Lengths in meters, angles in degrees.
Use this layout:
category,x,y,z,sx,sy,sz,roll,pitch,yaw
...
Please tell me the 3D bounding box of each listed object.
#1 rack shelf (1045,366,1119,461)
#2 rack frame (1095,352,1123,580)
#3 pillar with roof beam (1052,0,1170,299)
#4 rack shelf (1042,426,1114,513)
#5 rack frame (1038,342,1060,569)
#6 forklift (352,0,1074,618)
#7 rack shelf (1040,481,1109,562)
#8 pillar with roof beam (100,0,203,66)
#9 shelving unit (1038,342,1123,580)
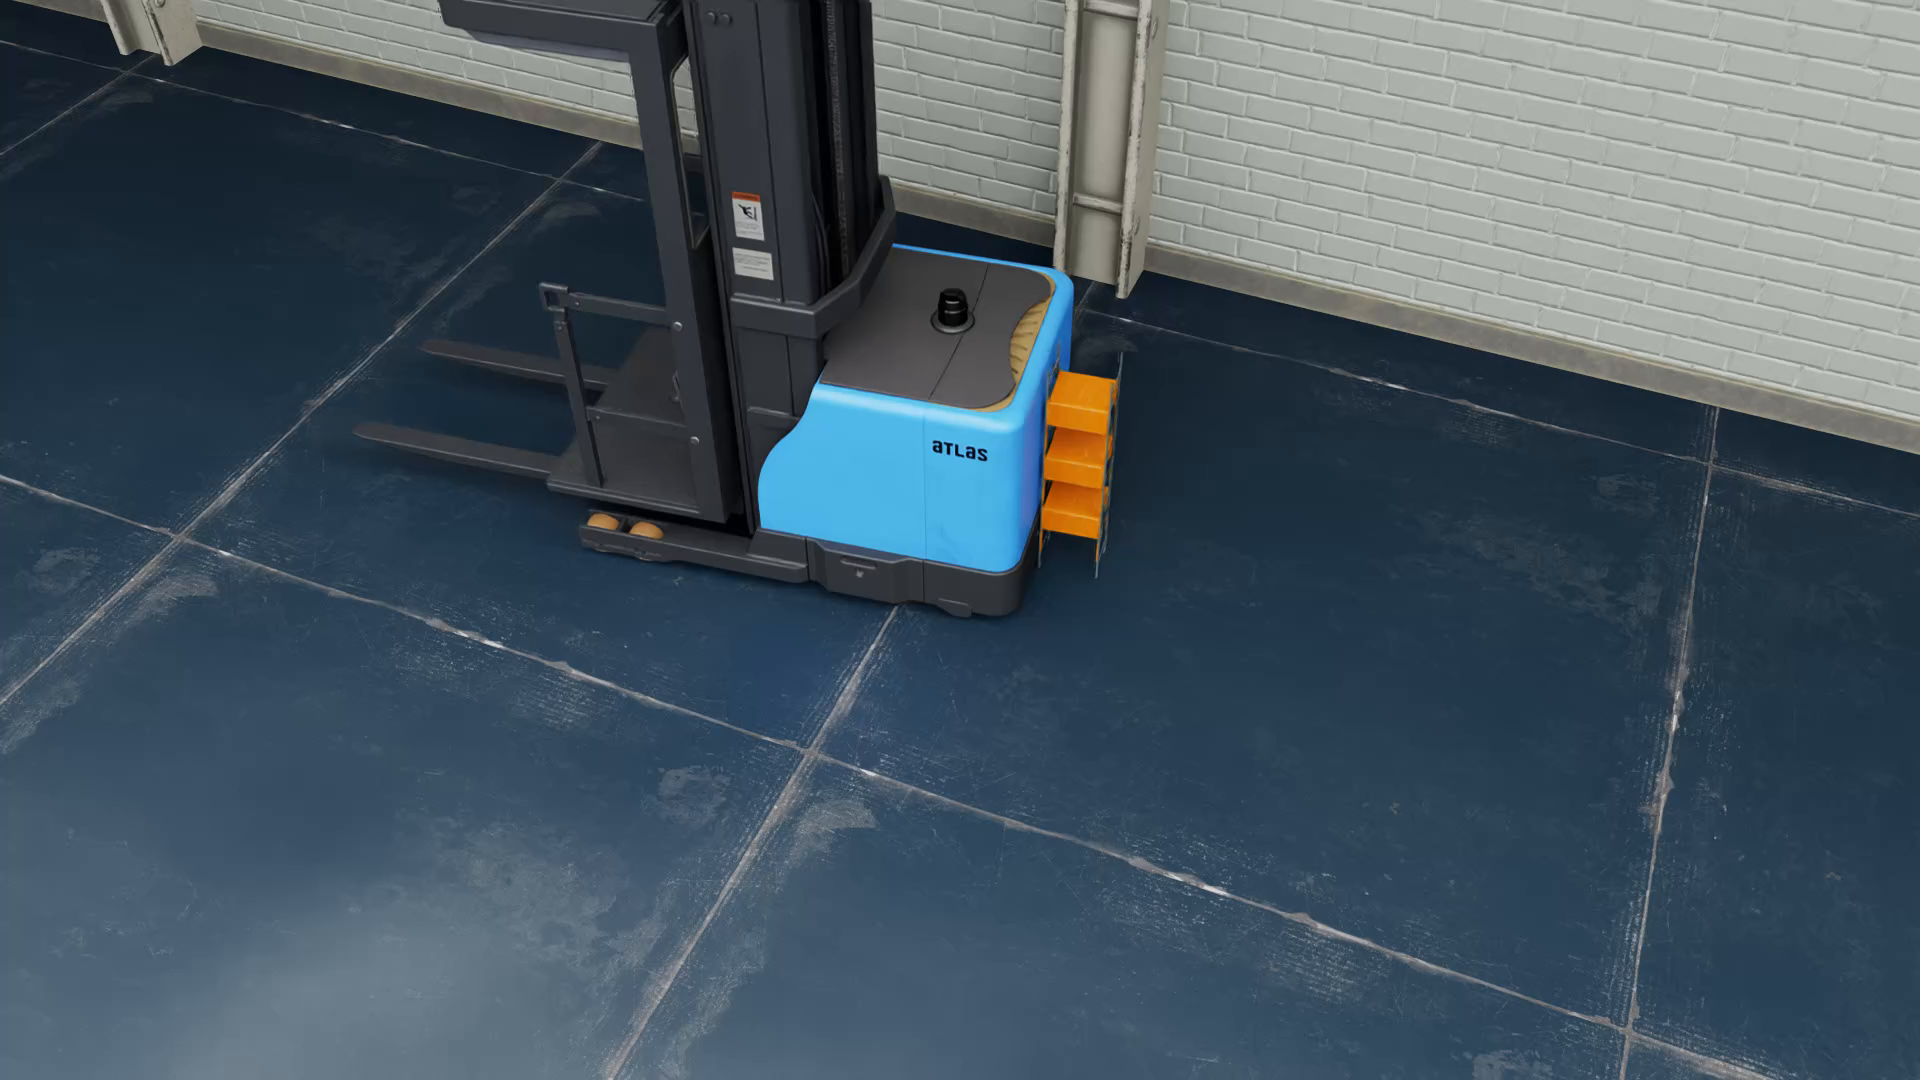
category,x,y,z,sx,sy,sz,roll,pitch,yaw
rack shelf,0.473,-0.490,6.450,0.240,0.259,0.215,11,46,11
rack frame,0.591,-0.274,6.620,0.008,1.050,0.200,11,46,11
pillar with roof beam,-0.953,-1.743,2.461,0.400,9.000,9.100,16,47,16
rack shelf,0.473,-0.289,6.650,0.240,0.259,0.215,11,46,11
rack frame,0.355,-0.319,6.665,0.008,1.050,0.200,11,46,11
forklift,-1.105,-1.300,6.317,3.031,2.935,1.130,11,46,11
rack shelf,0.473,-0.092,6.846,0.240,0.259,0.215,11,46,11
pillar with roof beam,-6.491,-3.372,4.098,0.400,9.000,9.100,16,47,16
shelving unit,0.473,-0.297,6.643,0.252,1.050,0.215,11,46,11
